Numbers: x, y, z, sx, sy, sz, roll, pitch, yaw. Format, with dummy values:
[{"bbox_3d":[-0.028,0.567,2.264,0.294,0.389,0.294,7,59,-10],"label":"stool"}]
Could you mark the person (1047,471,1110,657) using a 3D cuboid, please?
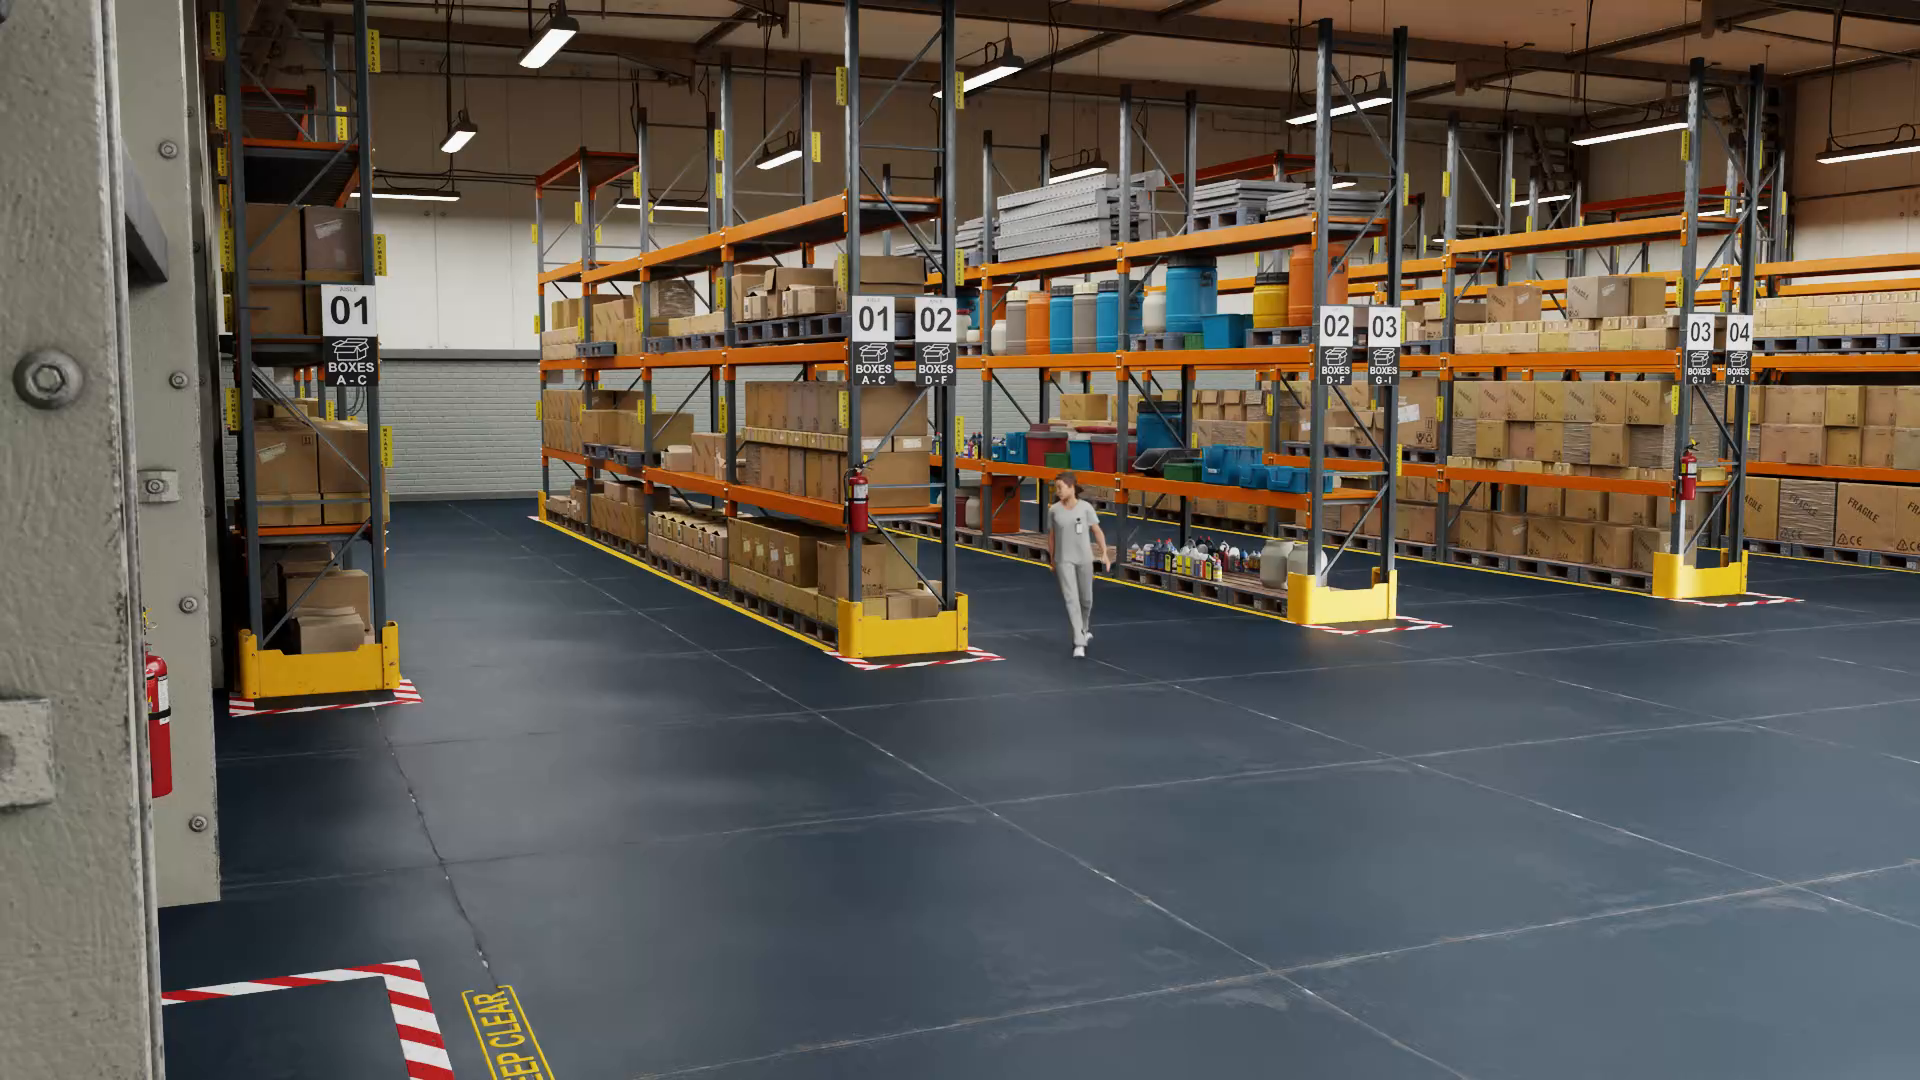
[{"bbox_3d":[1.061,0.197,14.948,0.539,1.627,0.989,0,5,-1],"label":"person"}]
